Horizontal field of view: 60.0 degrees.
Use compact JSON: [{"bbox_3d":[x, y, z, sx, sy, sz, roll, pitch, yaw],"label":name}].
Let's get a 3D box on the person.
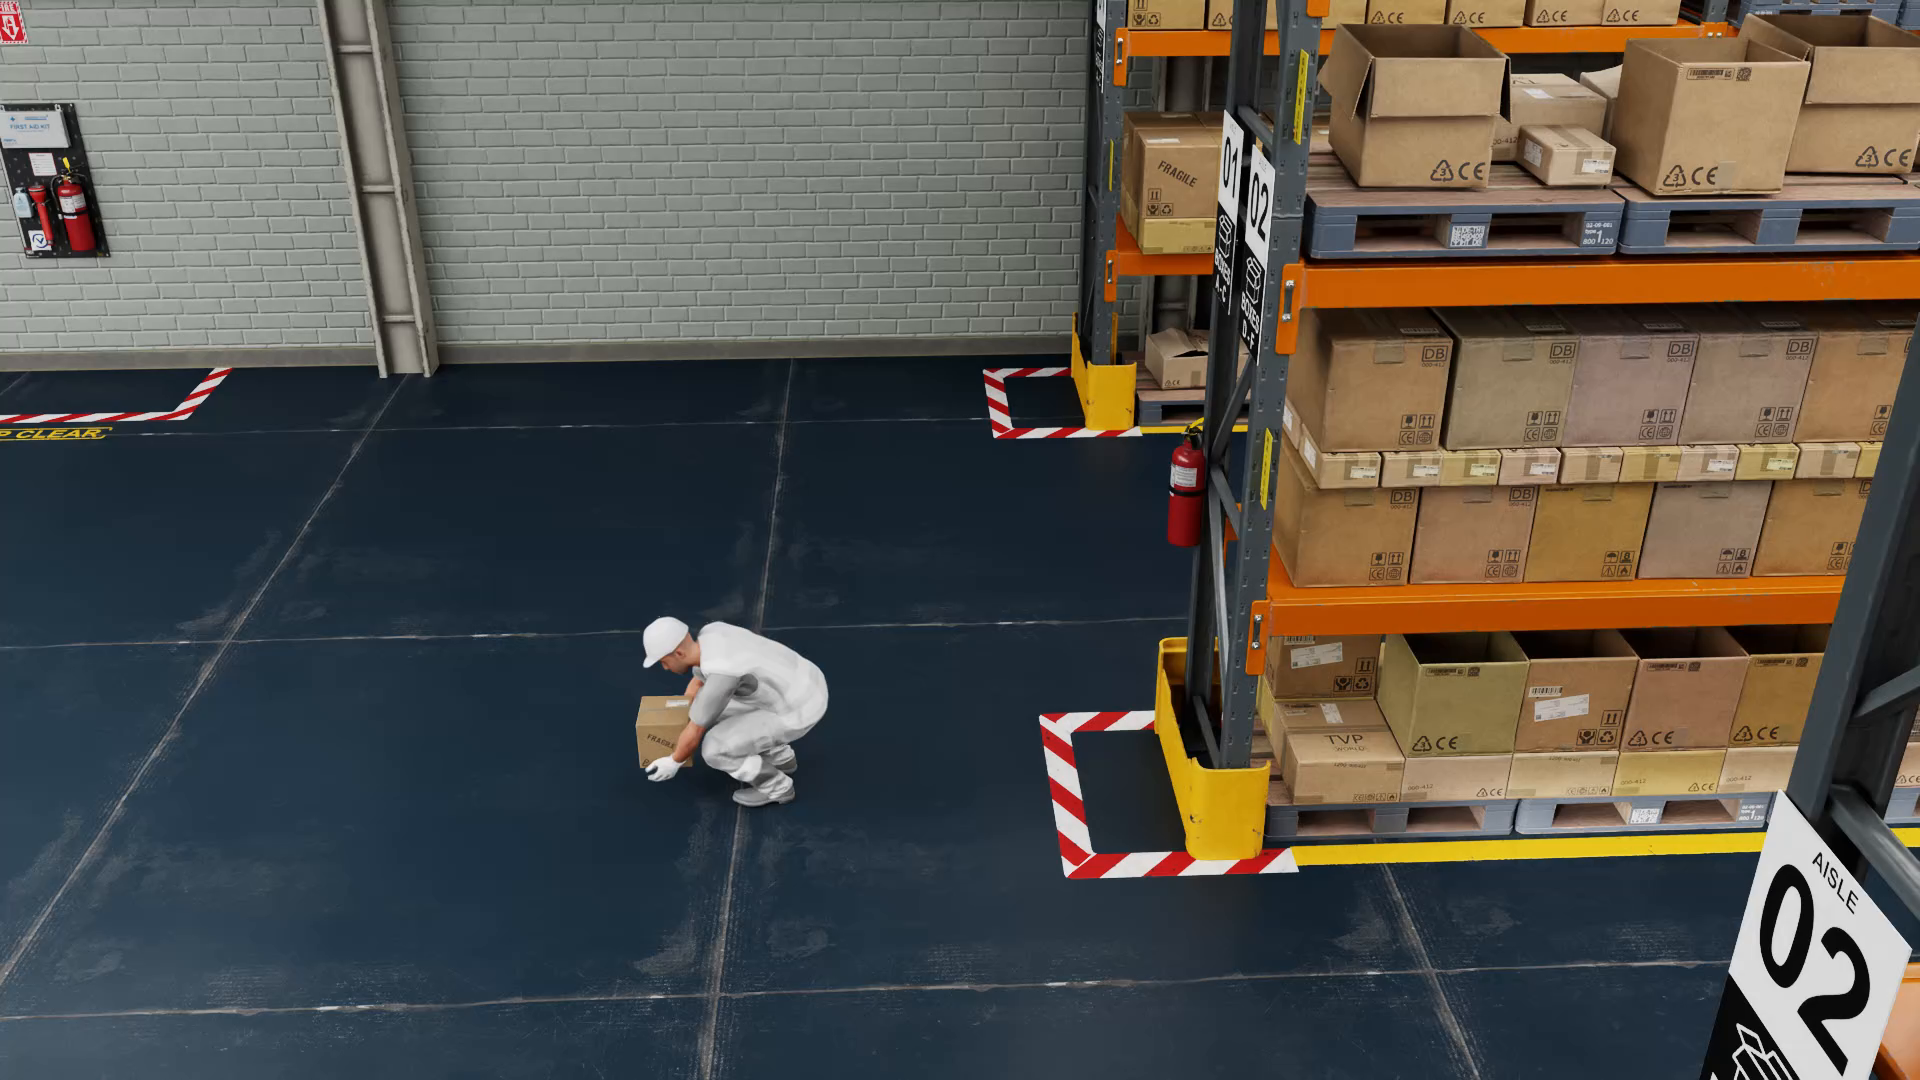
[{"bbox_3d":[-1.072,0.782,7.946,0.882,0.998,0.573,-1,27,-3],"label":"person"}]
